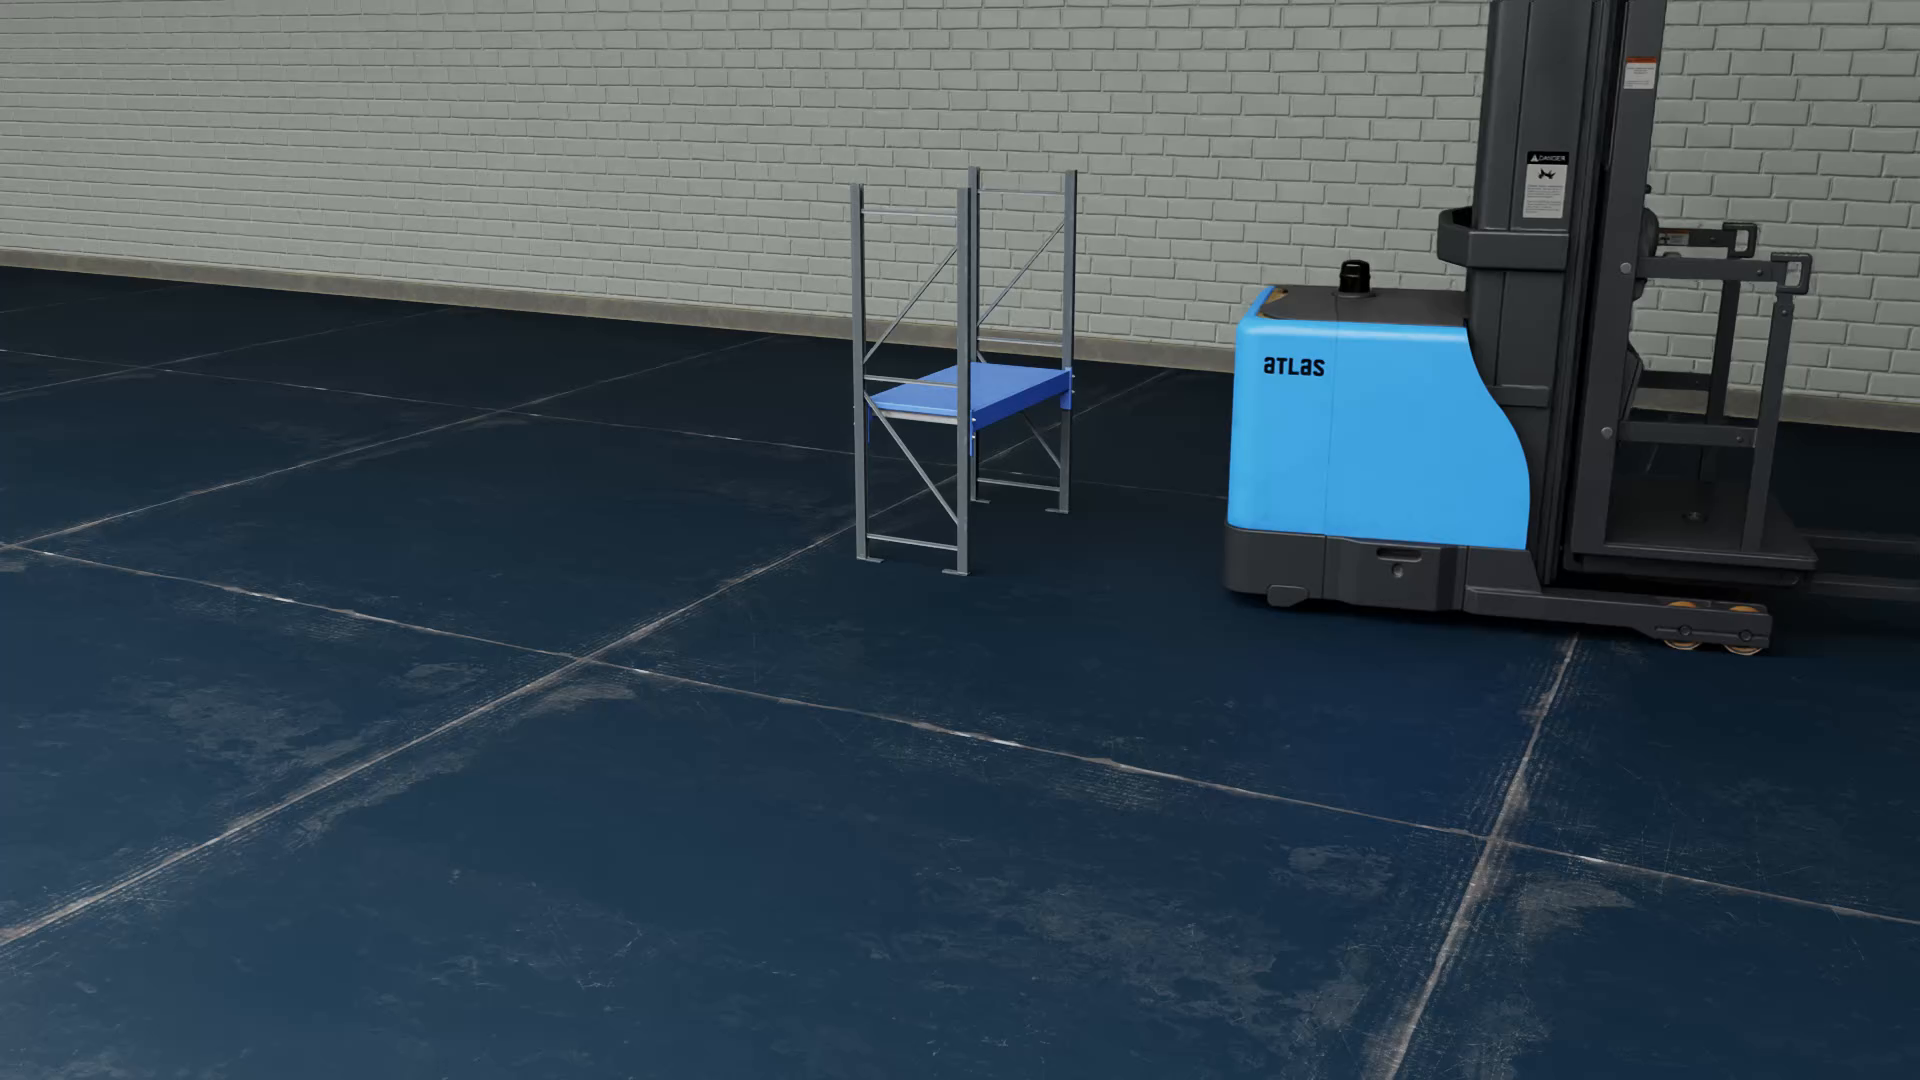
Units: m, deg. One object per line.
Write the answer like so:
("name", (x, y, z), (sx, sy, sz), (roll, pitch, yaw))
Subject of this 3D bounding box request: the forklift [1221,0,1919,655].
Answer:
("forklift", (2.551, -1.178, 5.843), (3.031, 2.935, 1.130), (4, 17, 15))

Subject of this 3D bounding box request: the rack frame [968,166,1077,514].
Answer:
("rack frame", (0.265, -0.870, 7.320), (0.500, 1.500, 0.032), (8, 18, 25))

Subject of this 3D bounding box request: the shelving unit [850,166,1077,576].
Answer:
("shelving unit", (0.038, -0.741, 6.884), (0.538, 1.500, 1.048), (8, 18, 25))

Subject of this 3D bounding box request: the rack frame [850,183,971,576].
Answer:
("rack frame", (-0.189, -0.611, 6.448), (0.500, 1.500, 0.032), (8, 18, 25))

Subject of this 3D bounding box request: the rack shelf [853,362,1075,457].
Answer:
("rack shelf", (0.038, -0.568, 6.935), (0.538, 0.185, 1.000), (8, 18, 25))
